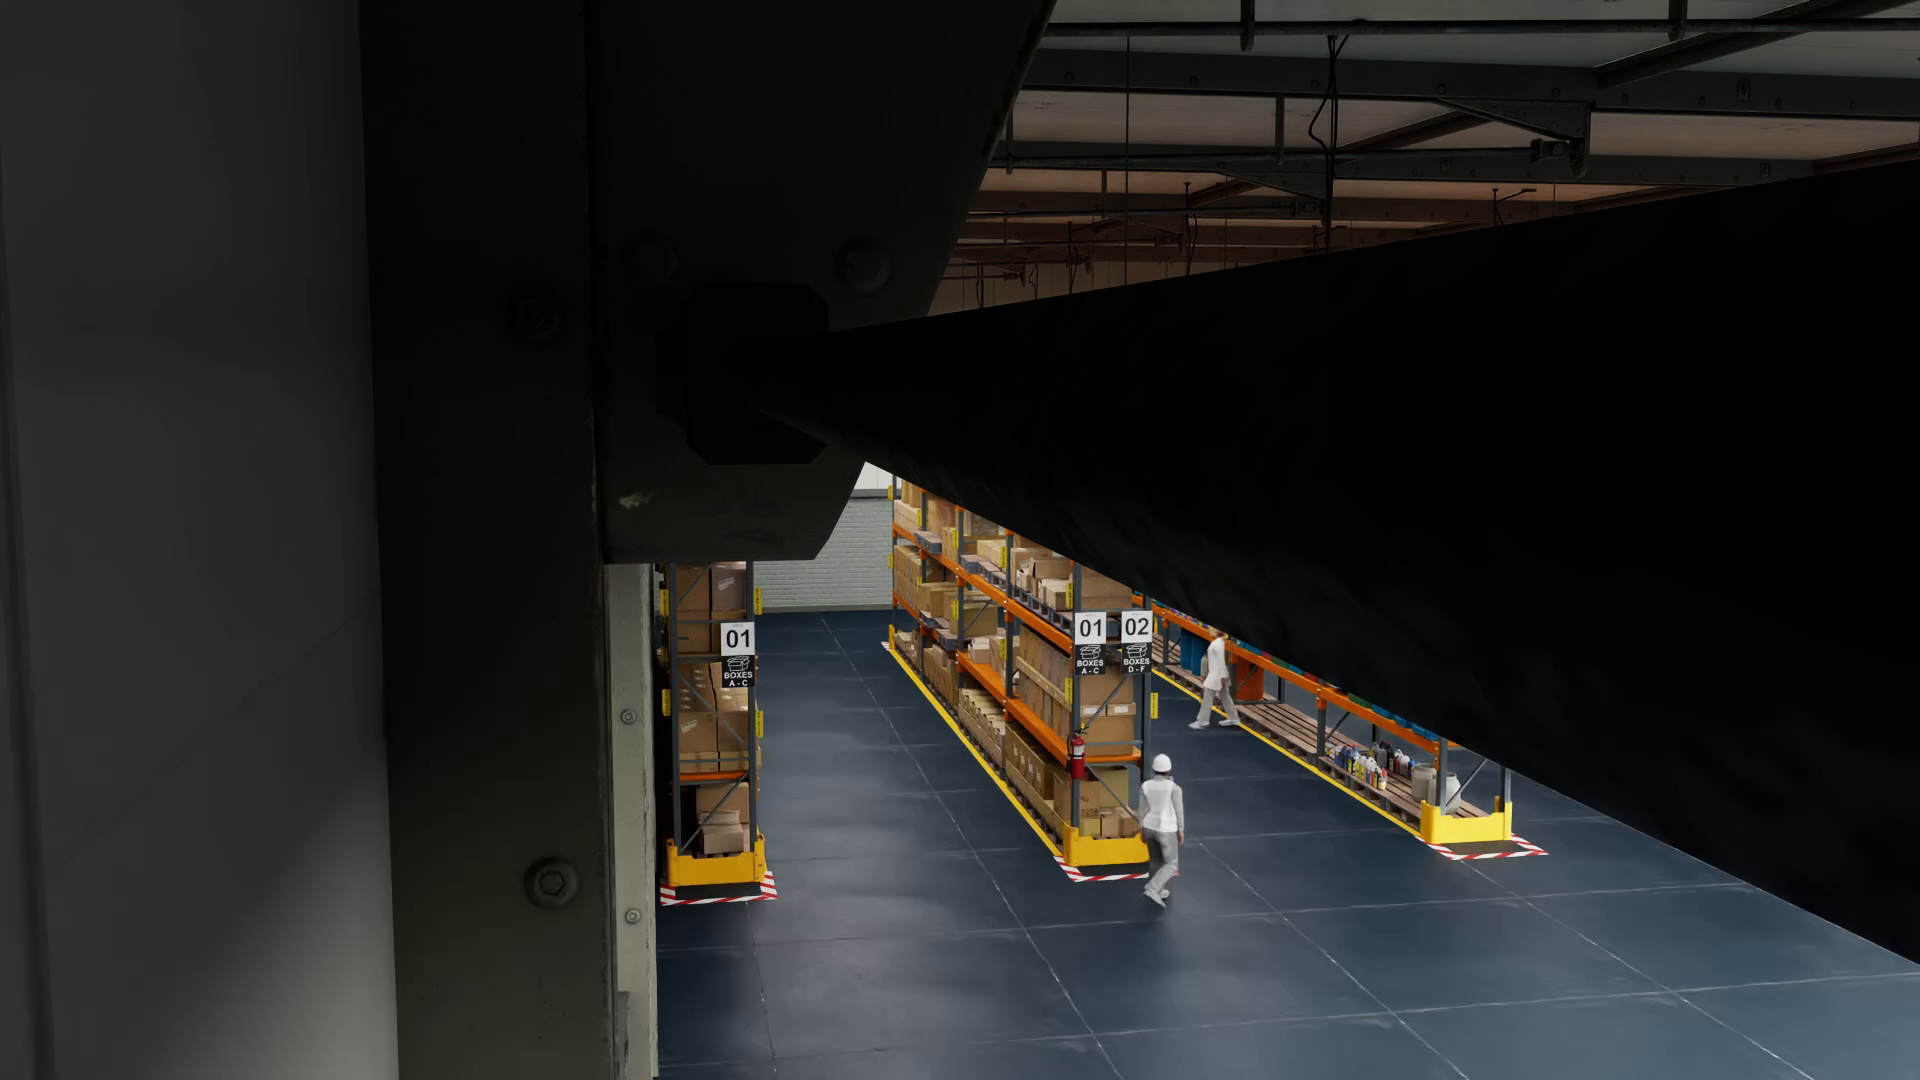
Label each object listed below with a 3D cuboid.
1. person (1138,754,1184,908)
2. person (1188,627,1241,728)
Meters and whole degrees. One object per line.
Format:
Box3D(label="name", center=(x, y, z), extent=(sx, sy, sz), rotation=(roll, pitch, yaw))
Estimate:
Box3D(label="person", center=(2.287, 3.368, 19.225), extent=(0.551, 1.768, 0.771), rotation=(5, 8, 41))
Box3D(label="person", center=(4.439, 2.351, 28.778), extent=(0.851, 1.780, 0.589), rotation=(2, 7, 20))
